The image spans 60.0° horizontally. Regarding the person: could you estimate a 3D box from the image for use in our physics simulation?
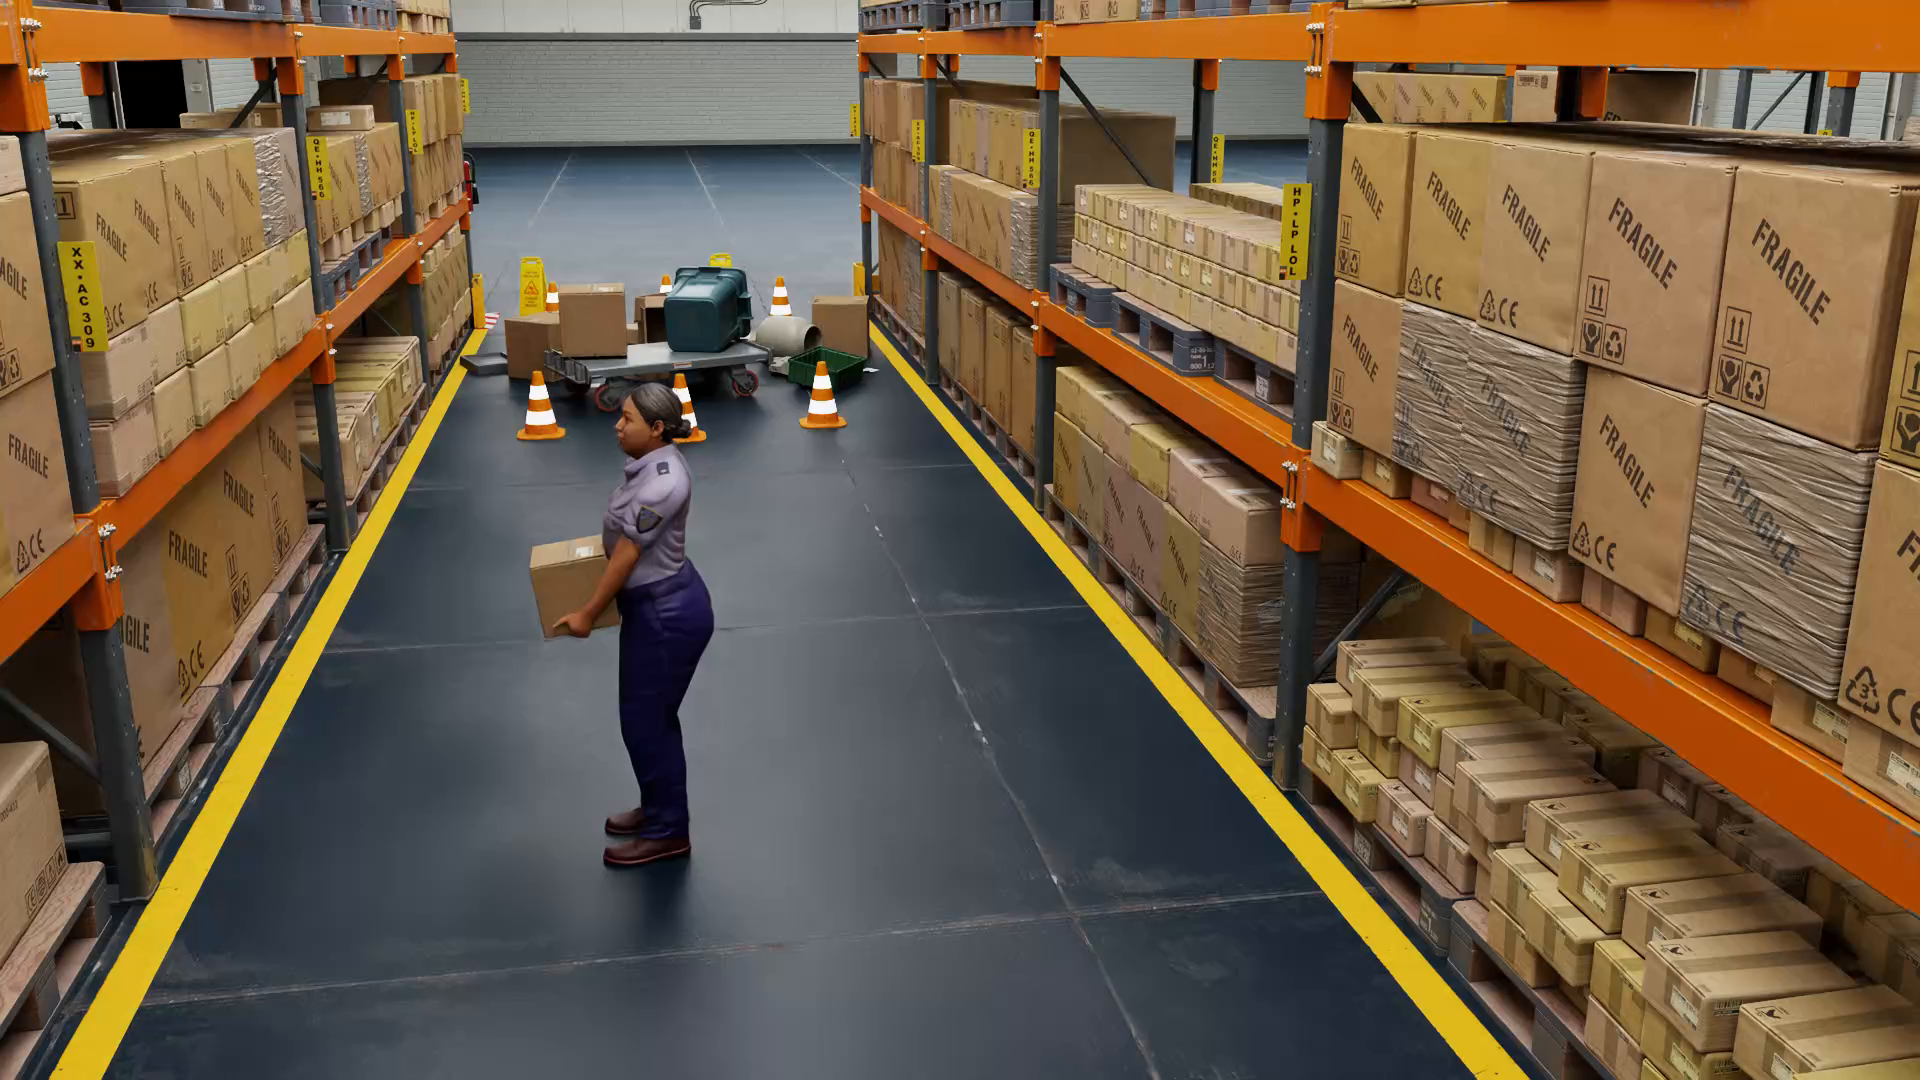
[{"bbox_3d":[-1.100,0.283,5.624,0.528,1.647,0.435,-3,17,-11],"label":"person"}]
